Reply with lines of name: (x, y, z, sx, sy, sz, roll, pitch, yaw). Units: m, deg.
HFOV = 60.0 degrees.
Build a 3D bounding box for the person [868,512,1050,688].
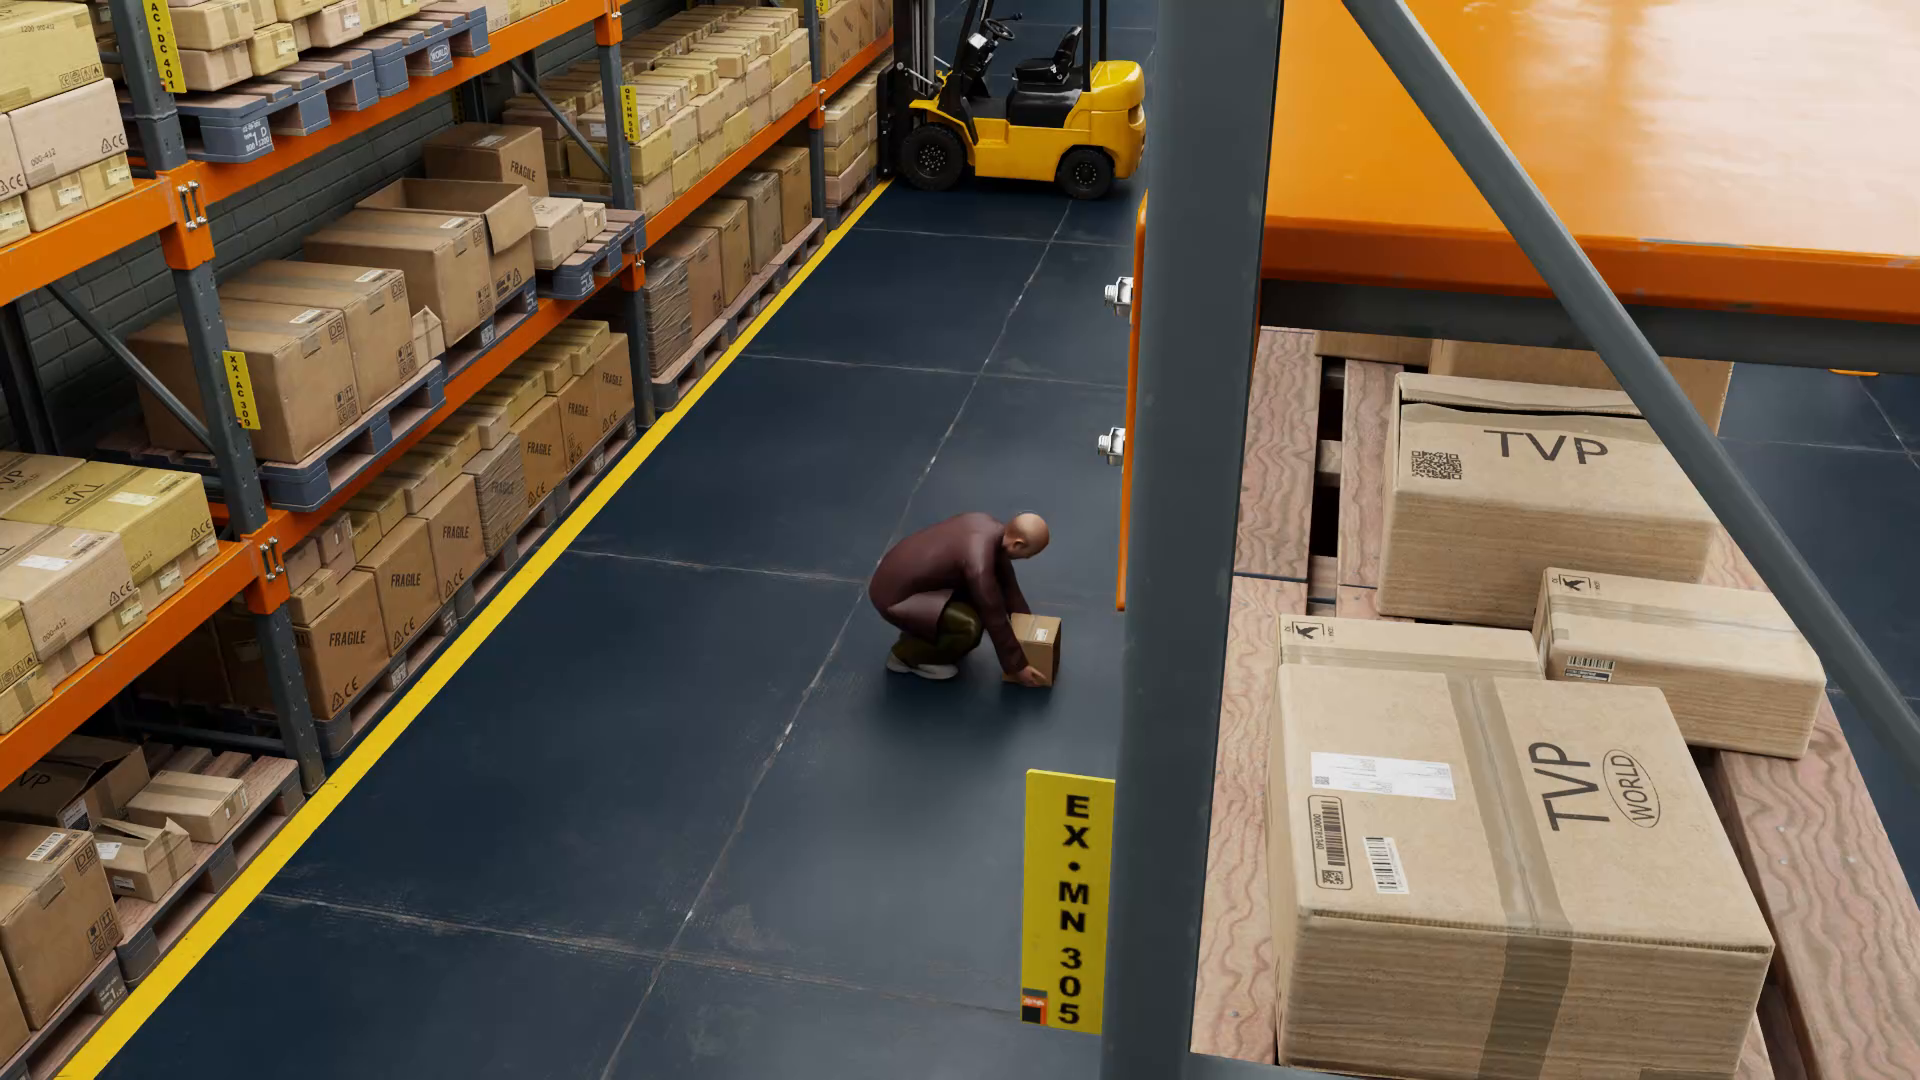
person: (0.006, 0.291, 8.197, 0.911, 0.828, 0.587, 6, 29, 11)
